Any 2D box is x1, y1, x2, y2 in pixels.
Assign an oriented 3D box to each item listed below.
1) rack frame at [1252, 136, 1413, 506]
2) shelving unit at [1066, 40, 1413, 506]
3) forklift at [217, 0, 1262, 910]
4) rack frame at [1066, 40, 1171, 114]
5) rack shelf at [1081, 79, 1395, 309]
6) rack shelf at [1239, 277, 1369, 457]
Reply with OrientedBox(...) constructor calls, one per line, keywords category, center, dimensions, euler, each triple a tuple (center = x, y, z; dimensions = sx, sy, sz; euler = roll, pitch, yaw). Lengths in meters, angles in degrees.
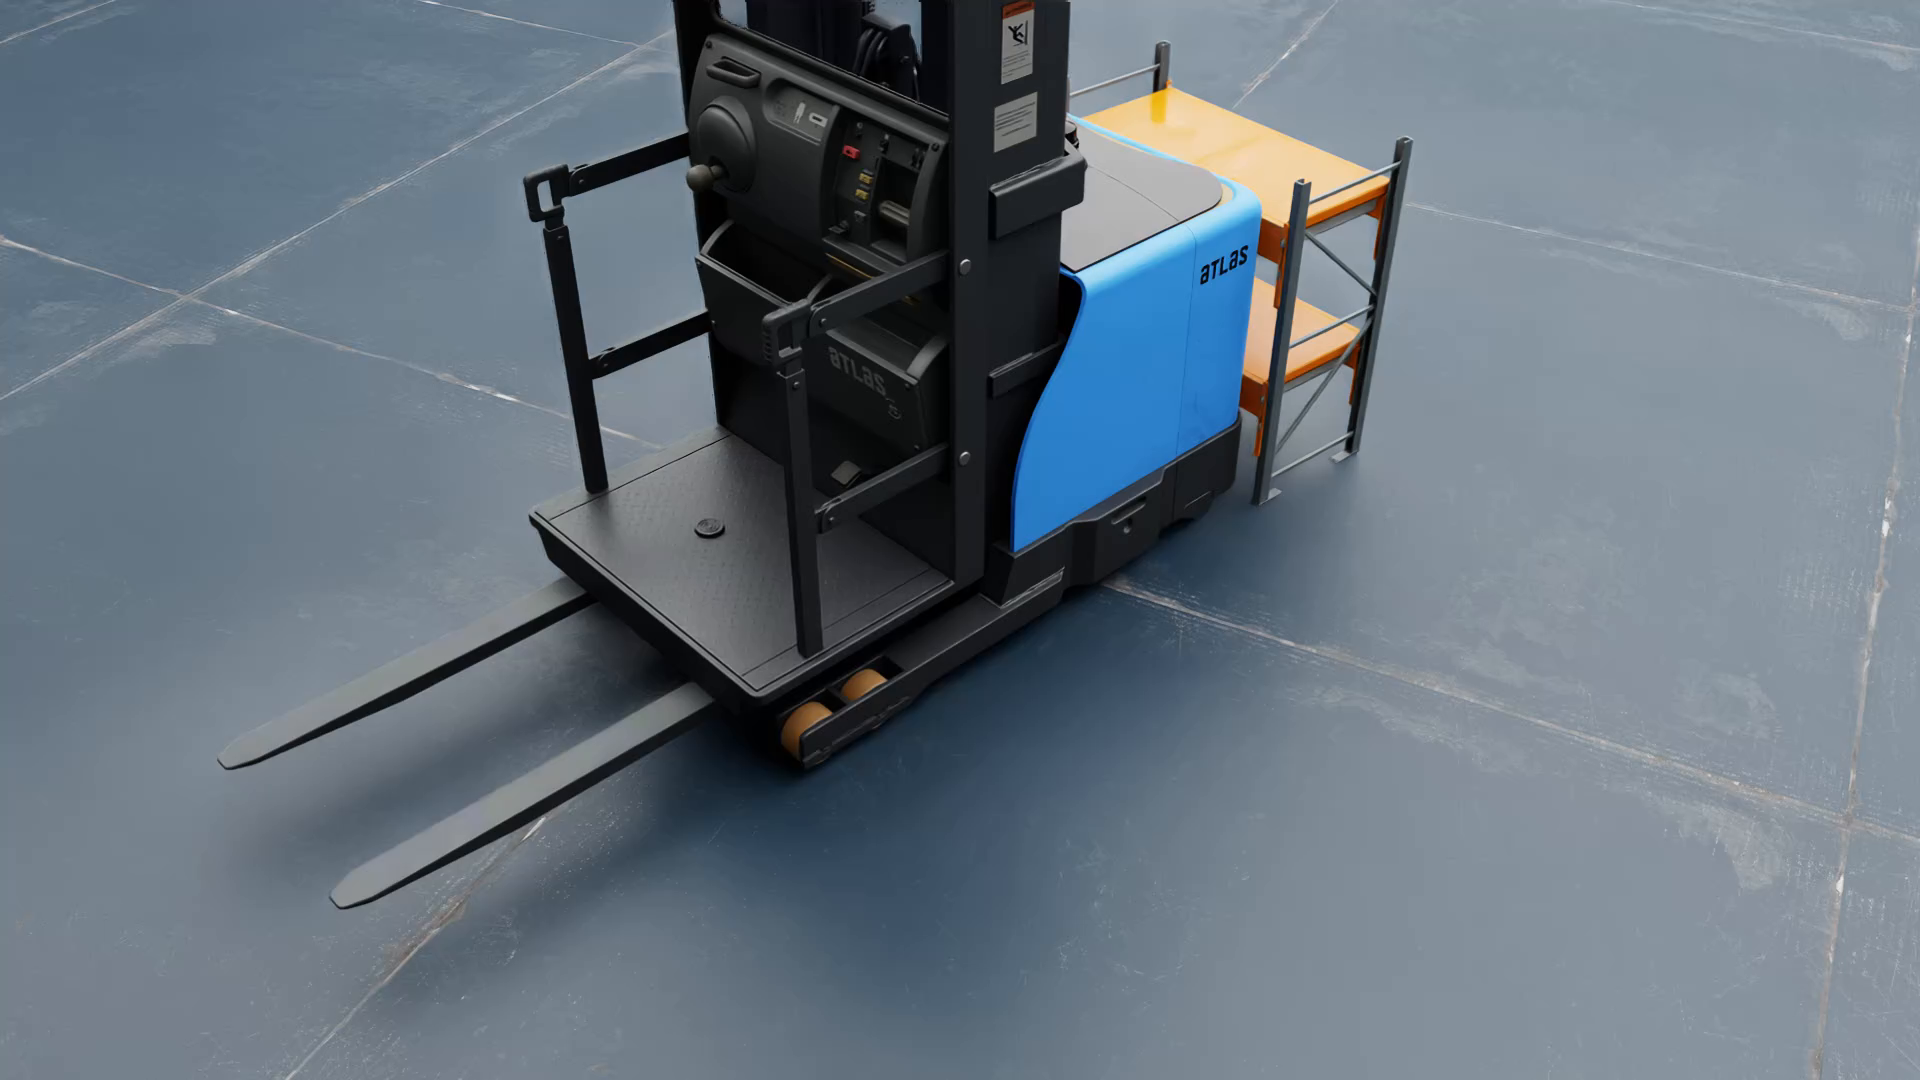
OrientedBox(category="rack frame", center=(1.153, -0.661, 5.191), dimensions=(0.500, 1.125, 0.032), euler=(-26, 44, -30))
OrientedBox(category="shelving unit", center=(0.830, -0.899, 5.504), dimensions=(0.538, 1.125, 1.048), euler=(-26, 44, -30))
OrientedBox(category="forklift", center=(-0.529, -0.922, 4.041), dimensions=(3.031, 2.935, 1.130), euler=(-29, 46, -33))
OrientedBox(category="rack frame", center=(0.508, -1.136, 5.817), dimensions=(0.500, 1.125, 0.032), euler=(-26, 44, -30))
OrientedBox(category="rack shelf", center=(0.830, -1.132, 5.327), dimensions=(0.538, 0.278, 1.000), euler=(-26, 44, -30))
OrientedBox(category="rack shelf", center=(0.830, -0.704, 5.652), dimensions=(0.538, 0.278, 1.000), euler=(-26, 44, -30))
